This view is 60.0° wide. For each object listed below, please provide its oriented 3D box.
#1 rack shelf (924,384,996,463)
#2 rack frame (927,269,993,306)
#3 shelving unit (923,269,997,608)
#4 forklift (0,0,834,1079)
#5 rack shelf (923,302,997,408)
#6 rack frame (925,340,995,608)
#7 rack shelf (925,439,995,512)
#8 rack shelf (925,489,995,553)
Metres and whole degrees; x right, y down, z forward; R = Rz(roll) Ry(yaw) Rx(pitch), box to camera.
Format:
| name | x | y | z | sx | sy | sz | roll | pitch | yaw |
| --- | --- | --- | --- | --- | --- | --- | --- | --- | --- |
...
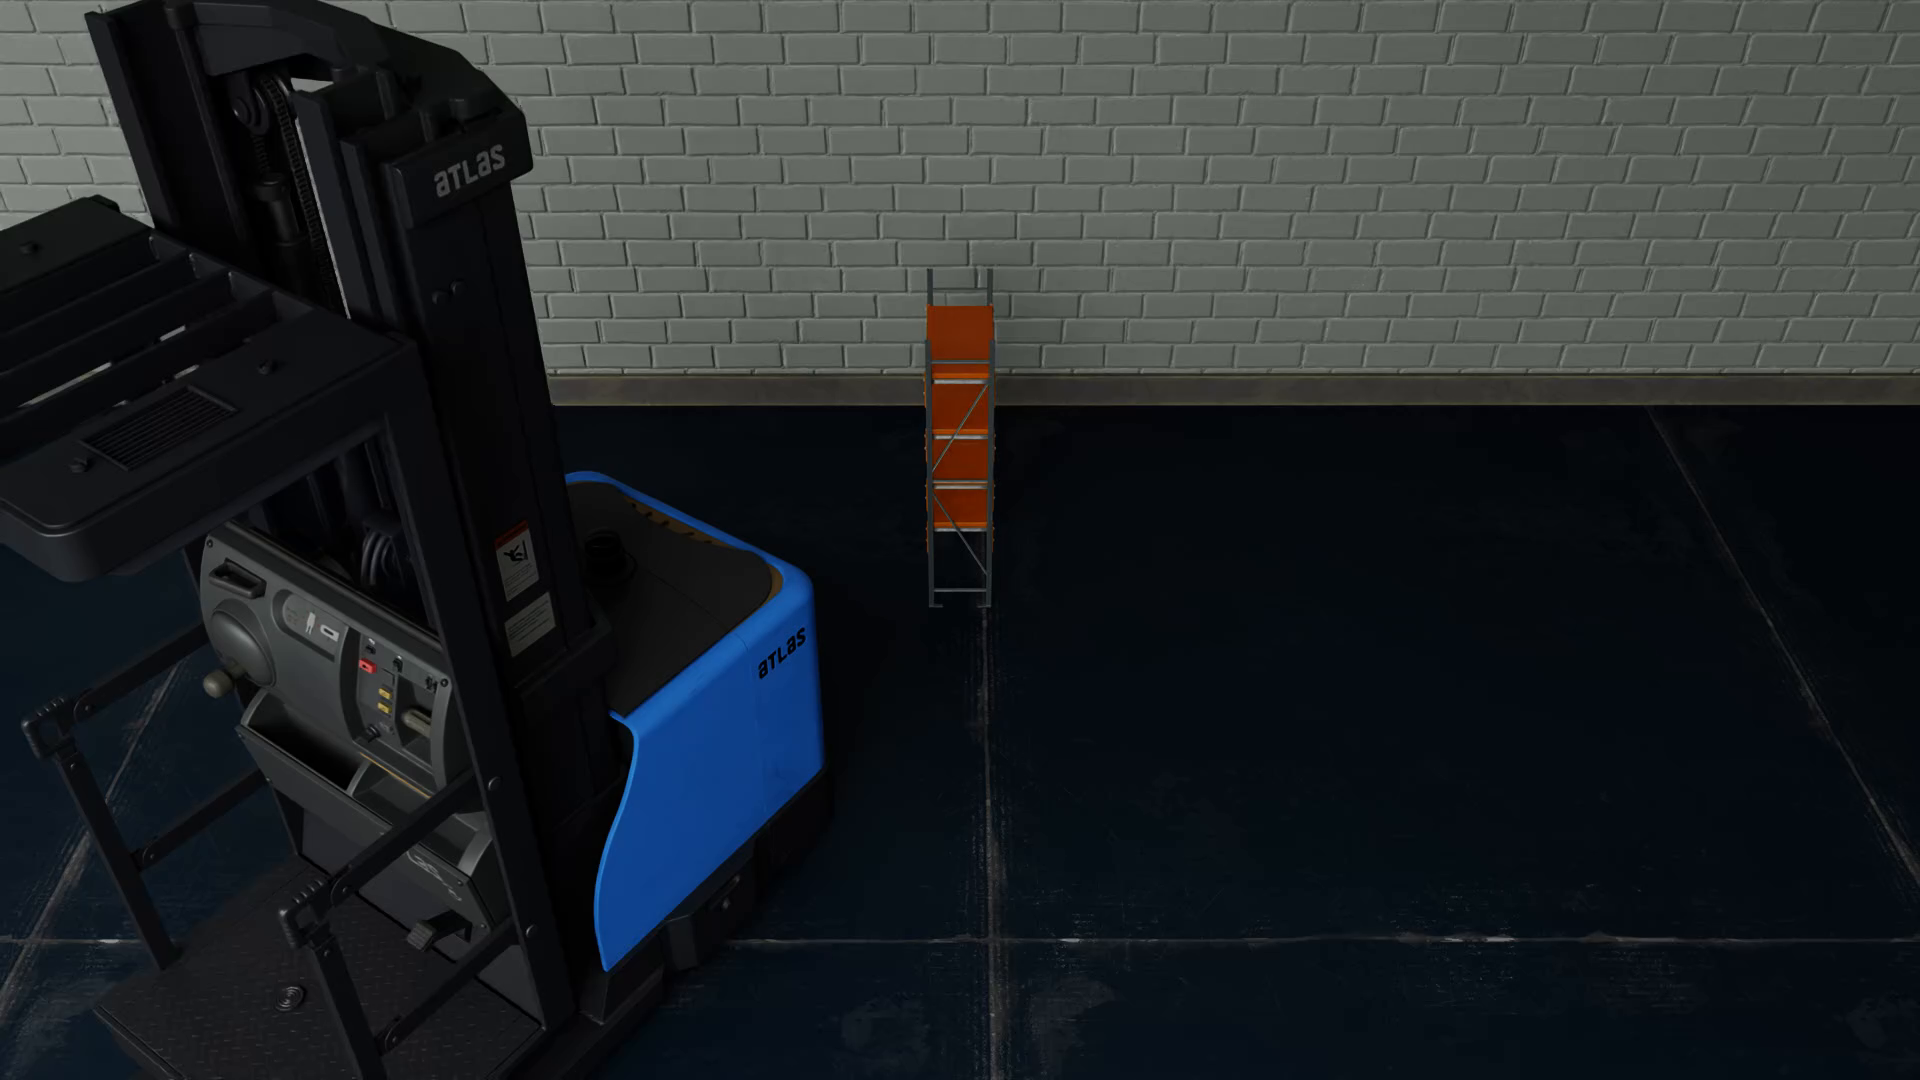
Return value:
| name | x | y | z | sx | sy | sz | roll | pitch | yaw |
| --- | --- | --- | --- | --- | --- | --- | --- | --- | --- |
| rack shelf | 0.000 | -0.487 | 6.148 | 0.258 | 0.148 | 0.480 | 0 | 39 | 0 |
| rack frame | 0.000 | -0.517 | 6.436 | 0.240 | 1.200 | 0.015 | 0 | 39 | 0 |
| shelving unit | 0.000 | -0.365 | 6.246 | 0.258 | 1.200 | 0.503 | 0 | 39 | 0 |
| forklift | -1.681 | 0.372 | 3.941 | 1.130 | 2.935 | 3.031 | 24 | 45 | 27 |
| rack shelf | 0.000 | -0.671 | 6.000 | 0.258 | 0.148 | 0.480 | 0 | 39 | 0 |
| rack frame | 0.000 | -0.212 | 6.055 | 0.240 | 1.200 | 0.015 | 0 | 39 | 0 |
| rack shelf | 0.000 | -0.312 | 6.288 | 0.258 | 0.148 | 0.480 | 0 | 39 | 0 |
| rack shelf | 0.000 | -0.157 | 6.412 | 0.258 | 0.148 | 0.480 | 0 | 39 | 0 |
